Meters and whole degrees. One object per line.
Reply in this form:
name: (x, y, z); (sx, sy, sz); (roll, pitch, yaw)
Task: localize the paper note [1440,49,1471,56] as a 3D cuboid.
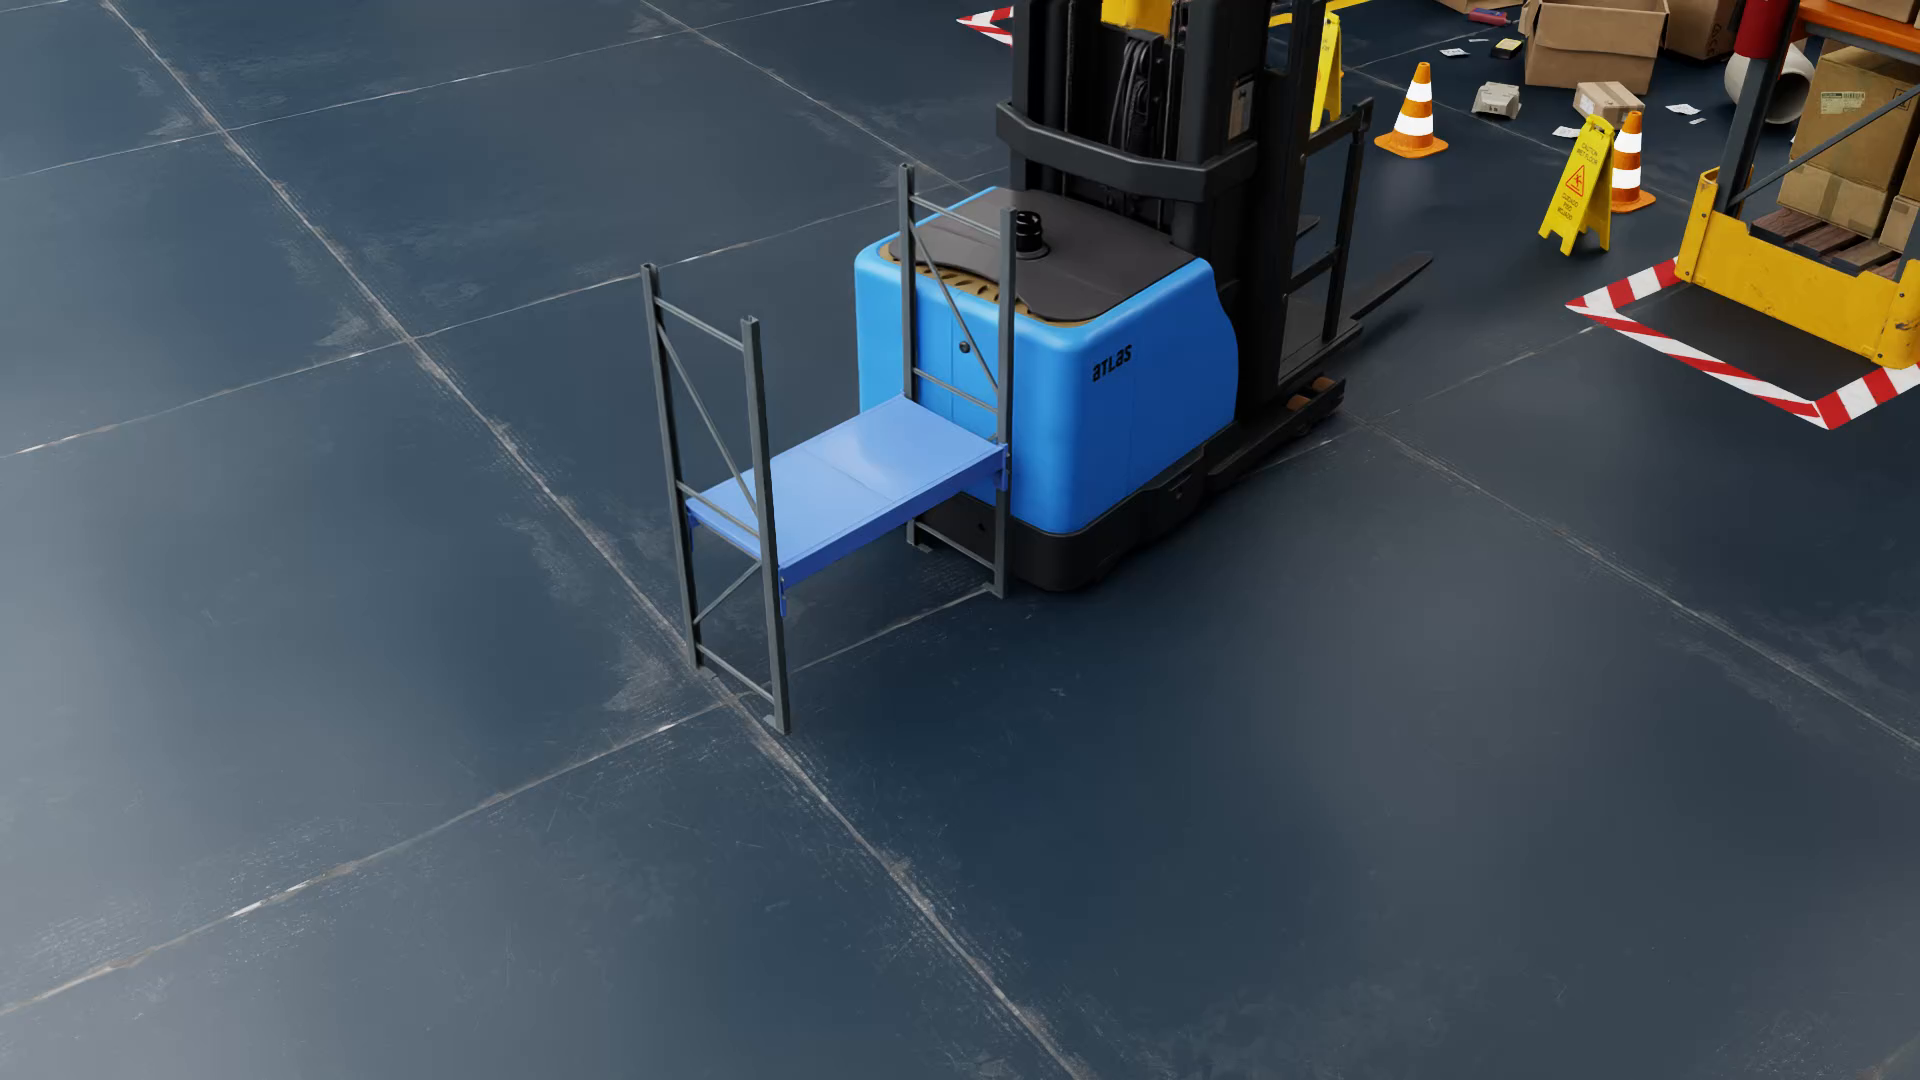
paper note: (3.132, -3.086, 10.517); (0.142, 0.017, 0.144); (-9, 37, -12)

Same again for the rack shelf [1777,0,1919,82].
rack shelf: (5.475, -2.642, 7.970); (4.000, 0.370, 1.077); (-22, 41, -28)

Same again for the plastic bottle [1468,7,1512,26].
plastic bottle: (3.524, -3.457, 11.004); (0.283, 0.061, 0.133); (22, 41, 28)

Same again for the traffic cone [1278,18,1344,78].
traffic cone: (2.159, -3.060, 10.109); (0.334, 0.463, 0.336); (-22, 41, -28)

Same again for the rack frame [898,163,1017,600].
rack frame: (-0.012, -0.503, 5.665); (0.032, 1.500, 0.500); (-30, 45, -35)

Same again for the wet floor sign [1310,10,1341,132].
wet floor sign: (2.023, -2.679, 9.422); (0.267, 0.644, 0.232); (30, 45, 35)

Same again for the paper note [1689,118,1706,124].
paper note: (4.262, -2.421, 9.607); (0.123, 0.001, 0.032); (-22, 41, -28)

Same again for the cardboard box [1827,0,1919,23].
cardboard box: (4.023, -2.387, 7.215); (0.250, 0.149, 0.380); (-21, 41, -26)

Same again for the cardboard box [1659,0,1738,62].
cardboard box: (4.577, -3.420, 10.458); (0.503, 0.637, 0.797); (-22, 41, -28)

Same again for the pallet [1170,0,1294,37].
pallet: (1.515, -3.764, 11.302); (1.213, 0.211, 1.003); (-22, 41, -28)

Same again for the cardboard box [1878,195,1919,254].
cardboard box: (4.659, -1.454, 7.699); (0.500, 0.250, 0.500); (-23, 42, -28)

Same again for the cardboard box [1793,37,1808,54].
cardboard box: (5.208, -3.247, 10.537); (0.258, 0.266, 0.396); (9, 37, 12)

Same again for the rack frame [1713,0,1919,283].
rack frame: (3.841, -2.261, 6.825); (0.127, 3.000, 1.000); (-22, 41, -28)

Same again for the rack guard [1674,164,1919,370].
rack guard: (3.903, -1.272, 7.590); (0.348, 0.500, 1.175); (-22, 41, -28)

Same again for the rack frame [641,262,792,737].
rack frame: (-0.732, -0.084, 5.082); (0.032, 1.500, 0.500); (-30, 45, -35)

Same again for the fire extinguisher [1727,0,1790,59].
fire extinguisher: (3.482, -2.411, 7.099); (0.183, 0.674, 0.296); (-22, 41, -28)

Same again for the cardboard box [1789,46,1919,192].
cardboard box: (4.345, -2.013, 7.834); (0.500, 0.500, 0.500); (-22, 41, -28)

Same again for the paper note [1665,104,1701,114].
paper note: (4.247, -2.533, 9.756); (0.142, 0.019, 0.148); (-9, 37, -12)

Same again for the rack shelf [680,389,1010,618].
rack shelf: (-0.372, -0.148, 5.479); (1.000, 0.185, 0.538); (-30, 45, -35)

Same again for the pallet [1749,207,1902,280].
pallet: (4.587, -1.411, 8.031); (1.213, 0.211, 1.003); (-22, 41, -28)

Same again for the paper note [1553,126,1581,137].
paper note: (3.467, -2.324, 9.454); (0.148, 0.019, 0.142); (22, 41, 28)

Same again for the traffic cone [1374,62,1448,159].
traffic cone: (2.532, -2.407, 9.200); (0.334, 0.463, 0.336); (-22, 41, -28)

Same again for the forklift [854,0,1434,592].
forklift: (0.957, -1.791, 6.231); (1.130, 2.935, 3.031); (27, 44, 32)

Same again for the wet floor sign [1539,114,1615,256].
wet floor sign: (3.069, -1.752, 8.133); (0.232, 0.644, 0.267); (-9, 37, -12)

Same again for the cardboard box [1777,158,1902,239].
cardboard box: (4.366, -1.723, 8.073); (0.500, 0.250, 0.500); (-23, 41, -28)

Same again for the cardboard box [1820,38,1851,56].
cardboard box: (5.450, -2.882, 9.826); (0.500, 0.500, 0.500); (3, 36, 4)

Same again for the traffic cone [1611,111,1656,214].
traffic cone: (3.449, -1.991, 8.622); (0.334, 0.463, 0.336); (-22, 41, -28)

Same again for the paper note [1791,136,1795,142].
paper note: (4.749, -2.240, 9.338); (0.142, 0.019, 0.148); (22, 41, 28)

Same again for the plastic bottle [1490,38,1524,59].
plastic bottle: (3.478, -3.125, 10.543); (0.133, 0.061, 0.283); (22, 41, 28)

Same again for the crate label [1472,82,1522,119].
crate label: (3.138, -2.568, 9.704); (0.250, 0.136, 0.298); (15, 38, 20)

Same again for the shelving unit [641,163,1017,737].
shelving unit: (-0.372, -0.294, 5.374); (1.048, 1.500, 0.538); (-30, 45, -35)

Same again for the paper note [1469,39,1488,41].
paper note: (3.345, -3.222, 10.721); (0.123, 0.001, 0.032); (-3, 36, -4)

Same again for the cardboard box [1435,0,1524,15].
cardboard box: (3.498, -3.909, 11.255); (0.500, 0.500, 0.500); (-15, 38, -20)

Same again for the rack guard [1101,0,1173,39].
rack guard: (0.887, -3.566, 10.781); (0.348, 0.500, 1.175); (-22, 41, -28)

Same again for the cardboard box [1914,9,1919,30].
cardboard box: (4.237, -2.174, 6.919); (0.250, 0.149, 0.380); (-22, 41, -28)

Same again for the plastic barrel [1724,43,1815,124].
plastic barrel: (4.657, -2.632, 9.547); (0.421, 0.421, 0.512); (3, 36, 4)

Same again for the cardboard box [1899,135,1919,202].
cardboard box: (4.678, -1.767, 7.491); (0.500, 0.500, 0.500); (-24, 42, -29)

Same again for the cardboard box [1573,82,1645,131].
cardboard box: (3.748, -2.508, 9.610); (0.250, 0.149, 0.380); (-3, 36, -4)

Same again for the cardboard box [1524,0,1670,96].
cardboard box: (3.818, -3.047, 10.055); (0.797, 0.503, 0.637); (9, 37, 12)

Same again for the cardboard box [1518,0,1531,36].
cardboard box: (3.832, -3.368, 10.705); (0.258, 0.266, 0.396); (-15, 38, -20)
